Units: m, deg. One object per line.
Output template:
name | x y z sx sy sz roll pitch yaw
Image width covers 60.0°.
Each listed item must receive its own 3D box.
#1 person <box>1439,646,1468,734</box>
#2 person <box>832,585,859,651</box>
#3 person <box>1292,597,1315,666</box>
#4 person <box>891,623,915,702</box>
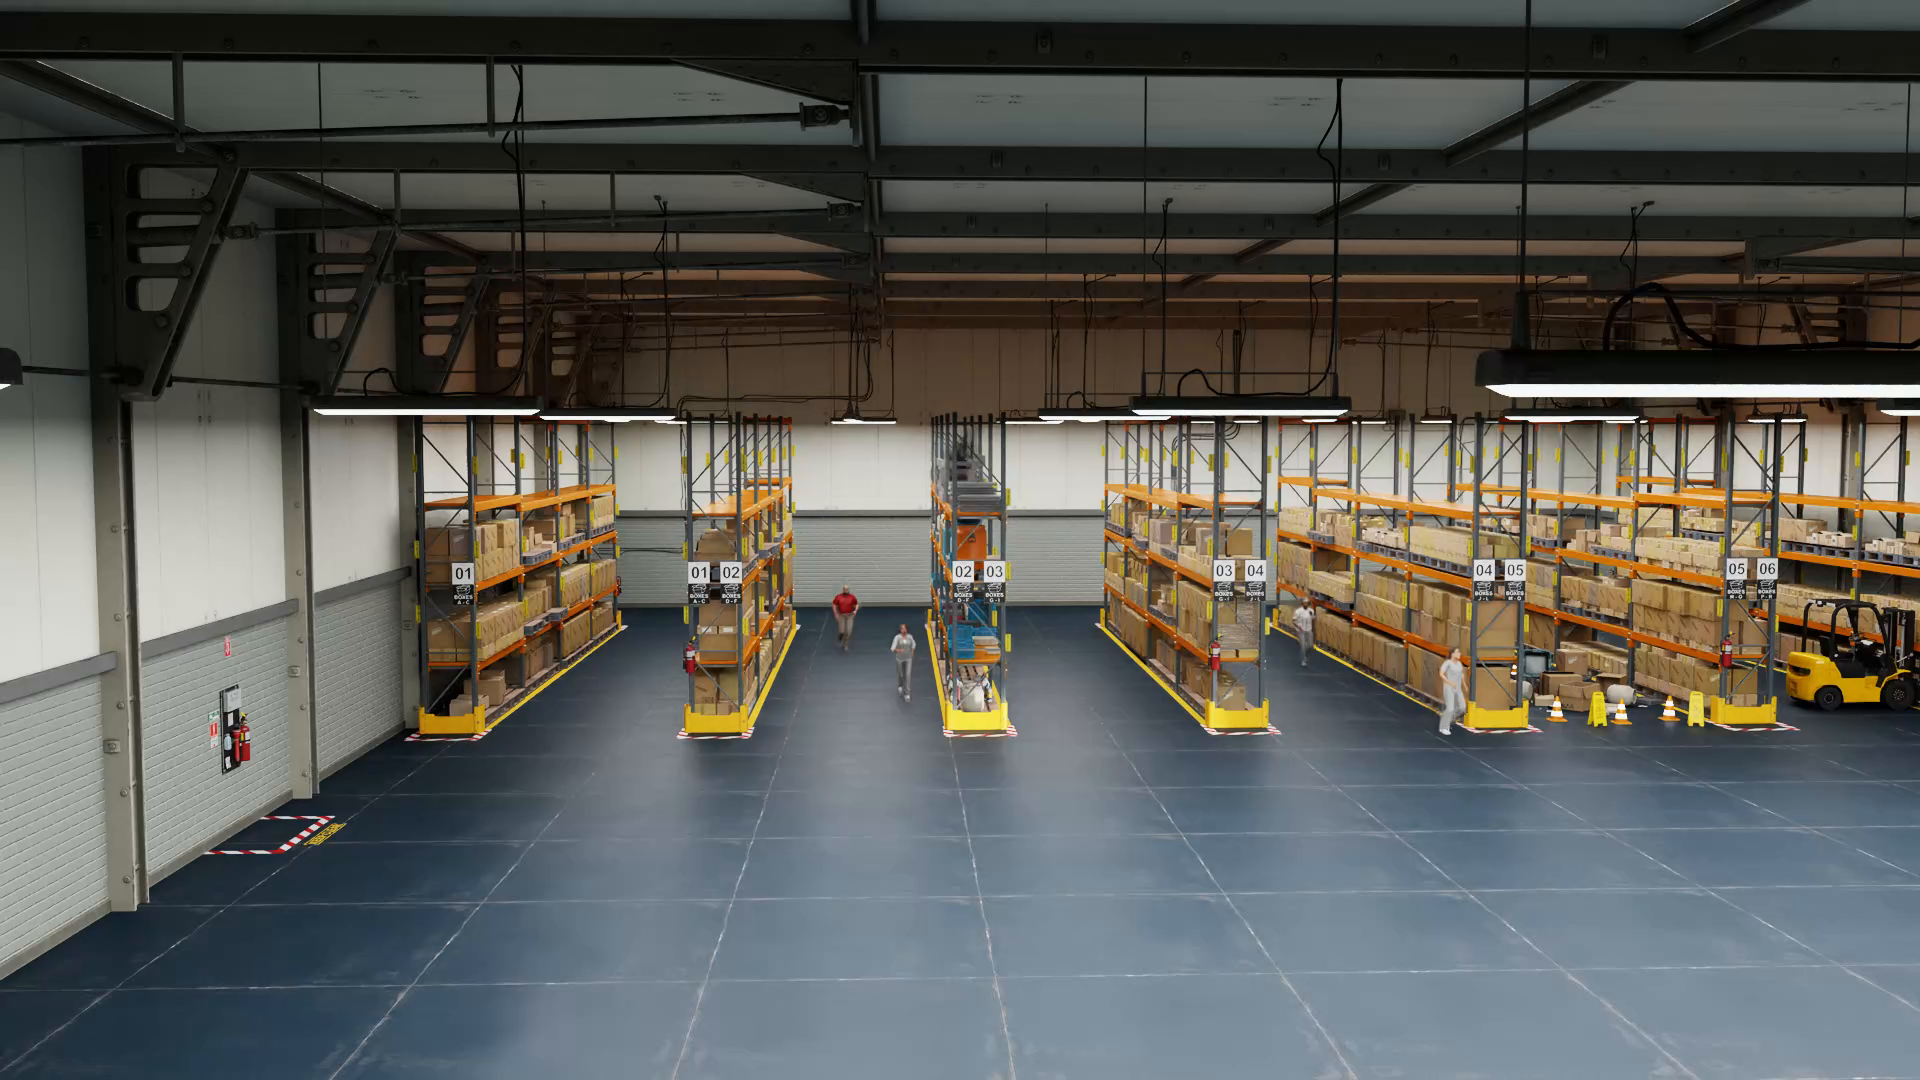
person | 9.235 2.803 31.022 0.636 1.630 0.501 -2 4 -27
person | -2.909 1.991 42.516 0.678 1.698 0.598 -1 4 -11
person | 8.255 2.188 39.829 0.593 1.652 0.533 0 4 -4
person | -1.176 2.536 34.787 0.537 1.596 0.877 -1 4 -9
